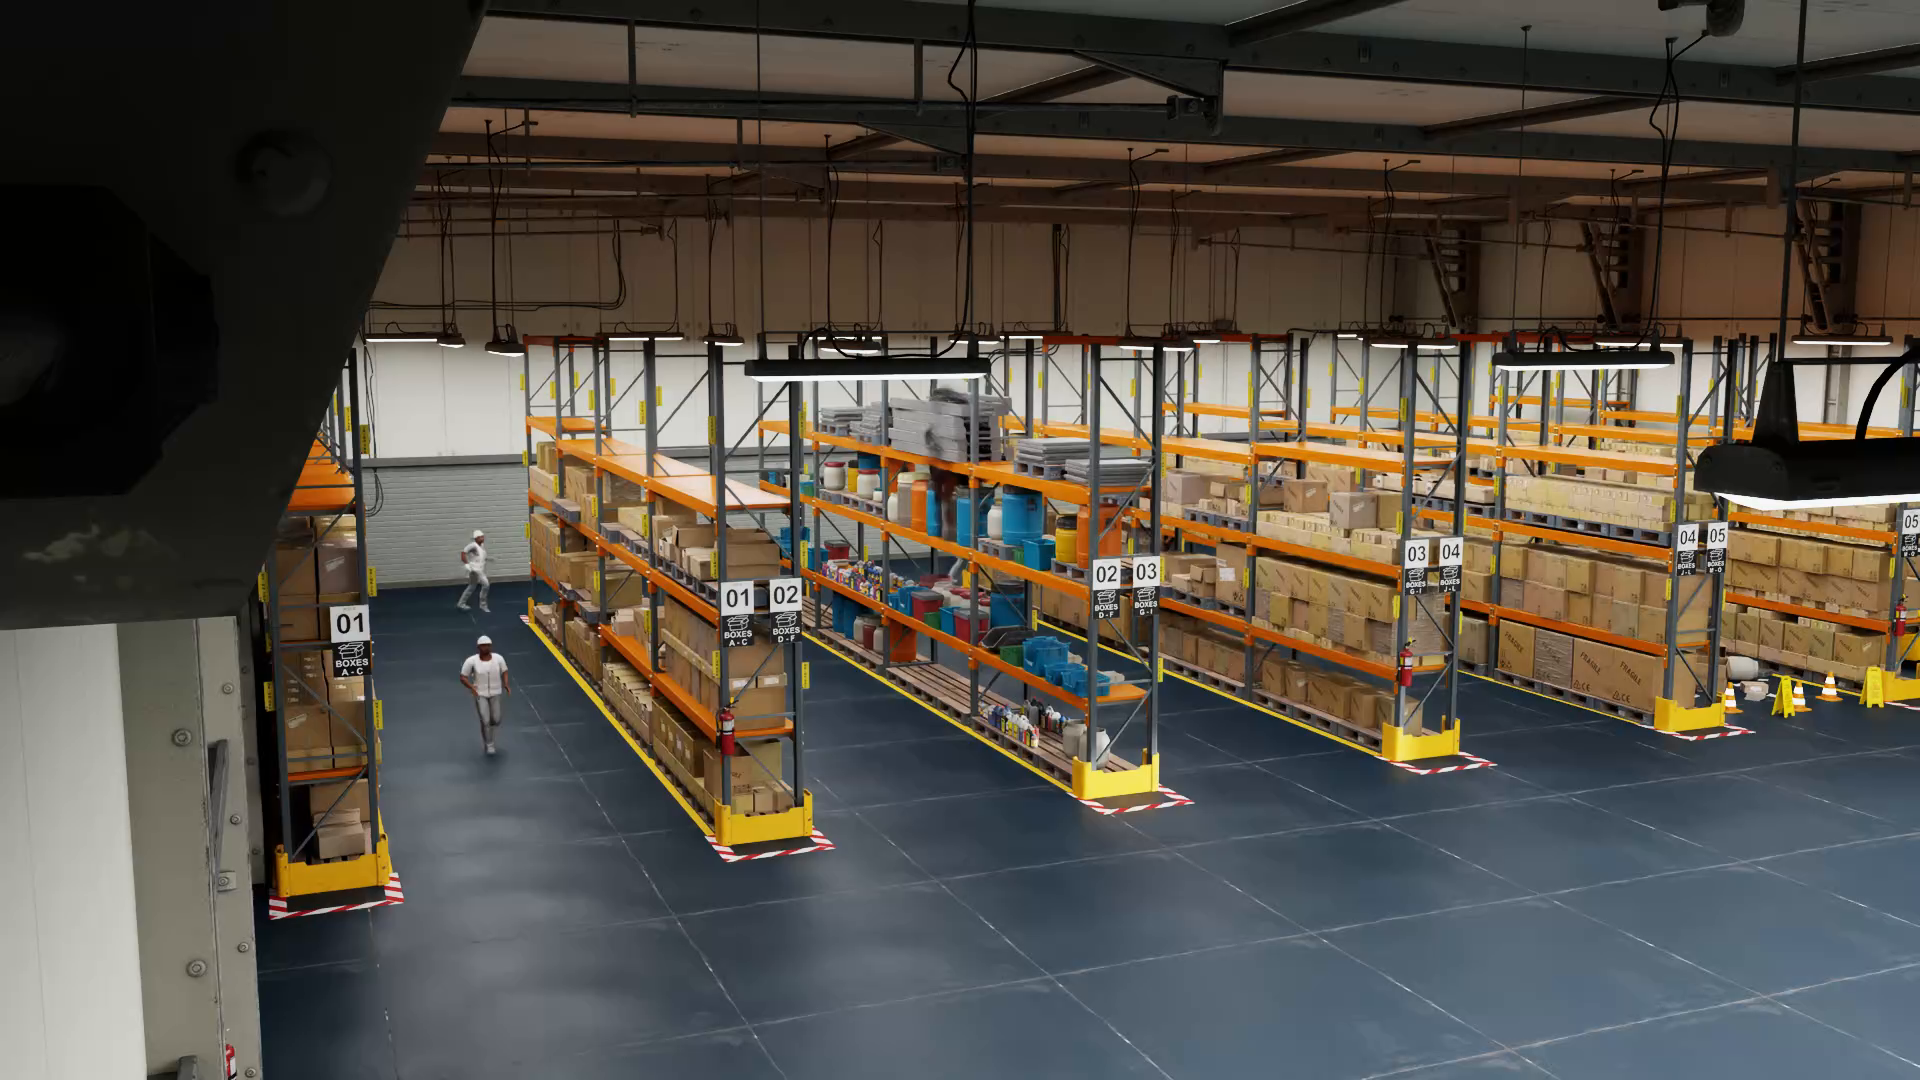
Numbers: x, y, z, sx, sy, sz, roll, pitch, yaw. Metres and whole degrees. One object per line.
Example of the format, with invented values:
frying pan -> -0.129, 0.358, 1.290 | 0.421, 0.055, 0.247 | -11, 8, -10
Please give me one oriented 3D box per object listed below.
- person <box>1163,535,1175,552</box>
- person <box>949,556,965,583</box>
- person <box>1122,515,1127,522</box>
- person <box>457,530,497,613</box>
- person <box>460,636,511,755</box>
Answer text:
person -> 5.187, -0.012, 41.602 | 0.517, 1.666, 0.711 | 0, 8, 2
person -> 0.113, 0.238, 39.631 | 0.858, 1.683, 0.598 | -2, 8, -11
person -> 3.875, 0.209, 40.030 | 0.606, 1.627, 0.623 | -1, 8, -7
person -> -10.457, 0.695, 35.931 | 0.885, 1.831, 0.596 | -1, 8, -6
person -> -6.958, 2.251, 24.391 | 0.702, 1.726, 0.598 | -4, 9, -28
